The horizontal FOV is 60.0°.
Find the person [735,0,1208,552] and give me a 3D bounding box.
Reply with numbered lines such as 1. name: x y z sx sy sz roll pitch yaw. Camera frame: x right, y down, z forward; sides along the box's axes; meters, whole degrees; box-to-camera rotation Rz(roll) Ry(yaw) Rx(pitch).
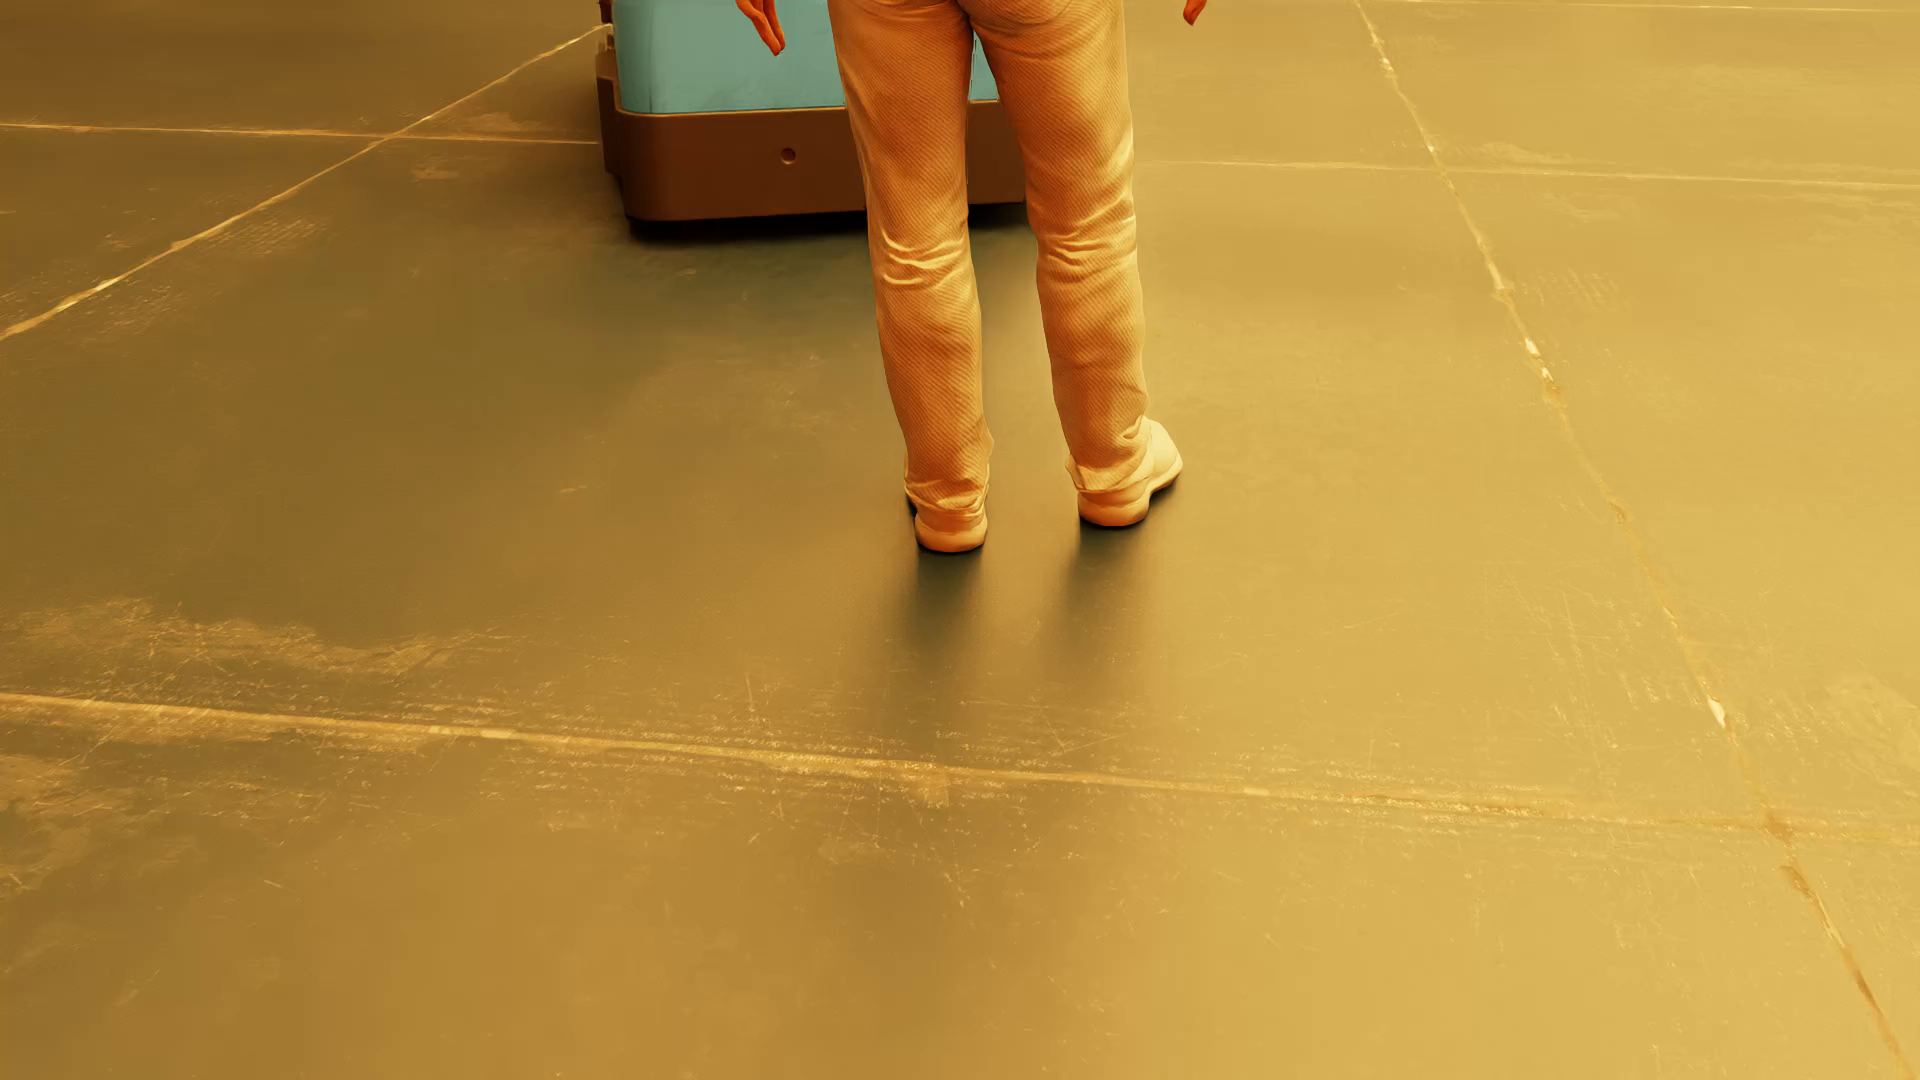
1. person: 0.015 -0.827 2.163 0.666 1.765 0.577 3 27 7

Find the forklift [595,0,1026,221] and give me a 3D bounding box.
1. forklift: -0.550 -2.675 4.578 1.130 2.935 3.031 -5 27 -10
